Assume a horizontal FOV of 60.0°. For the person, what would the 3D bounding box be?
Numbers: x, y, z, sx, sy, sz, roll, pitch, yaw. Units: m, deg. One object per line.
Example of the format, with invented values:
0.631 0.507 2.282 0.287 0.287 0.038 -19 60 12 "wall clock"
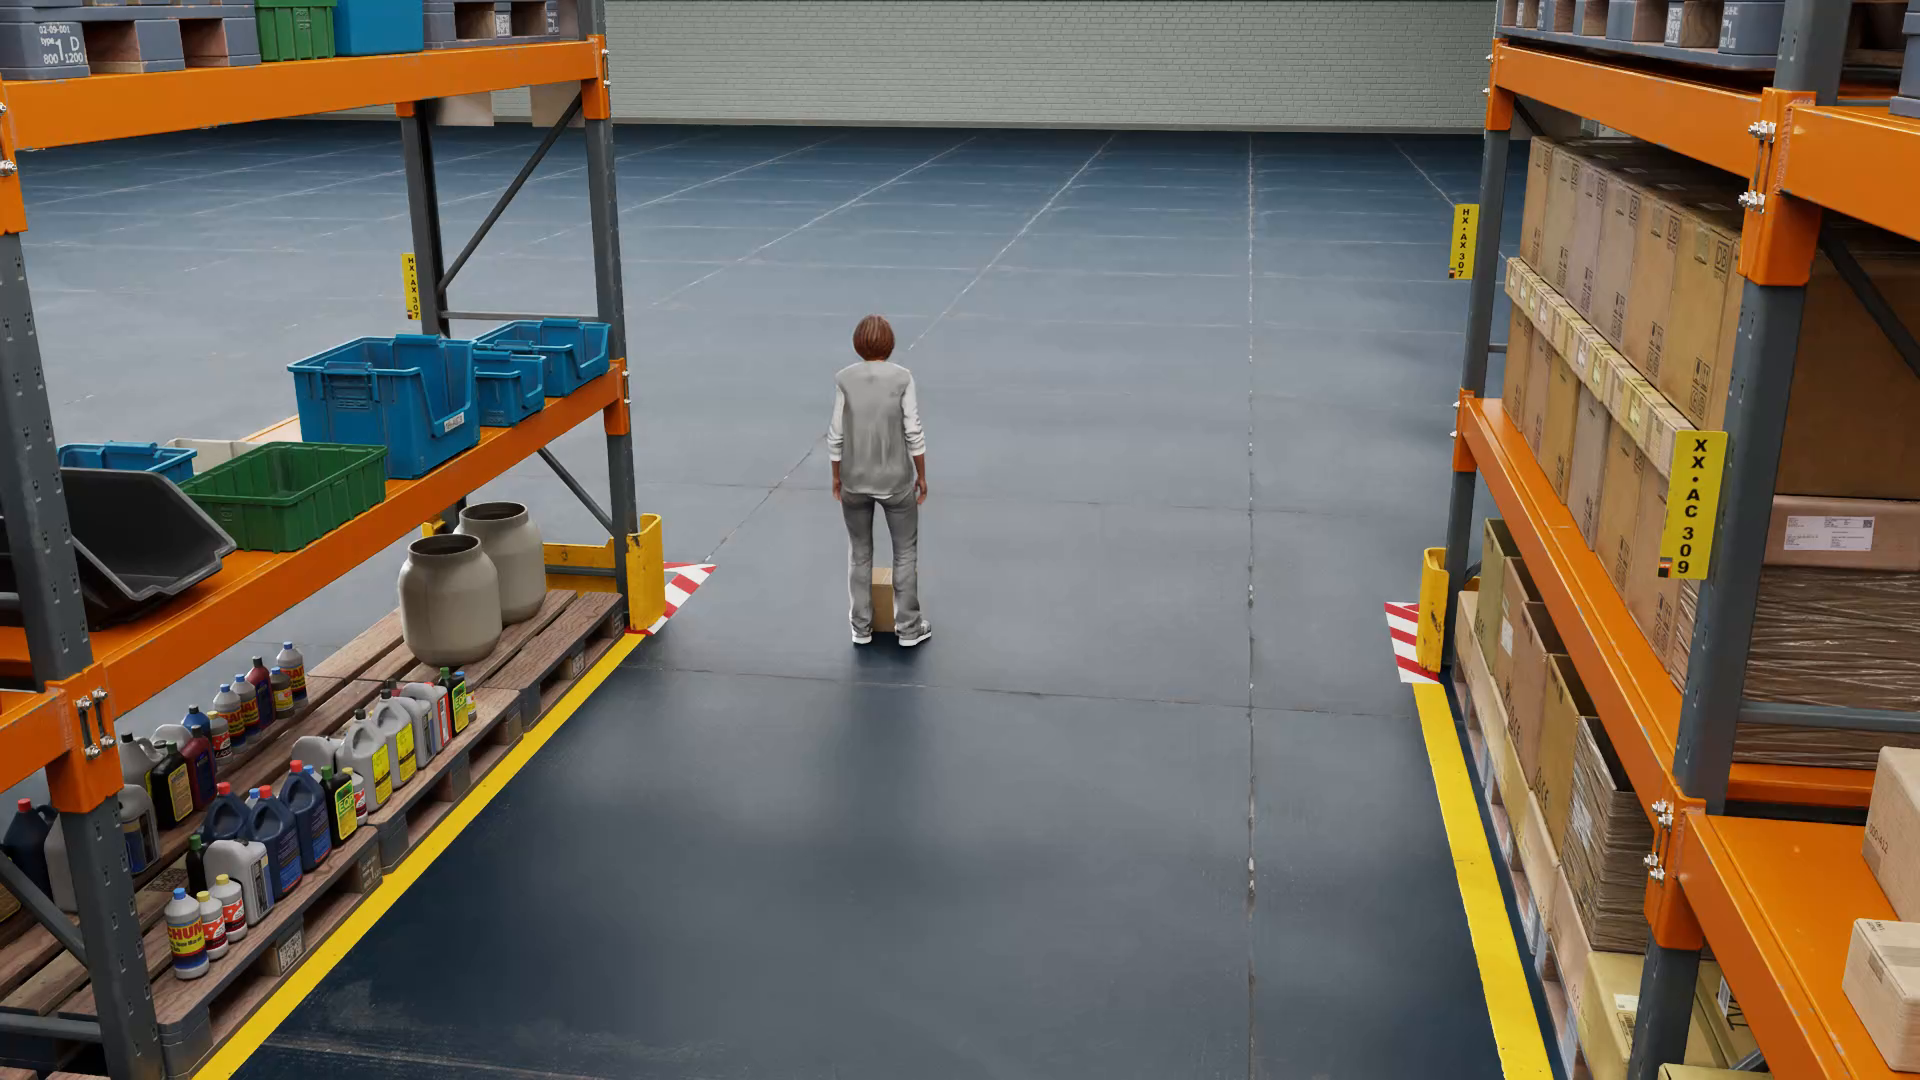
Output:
-0.385 -0.267 7.889 0.470 1.591 0.350 3 18 8 "person"
